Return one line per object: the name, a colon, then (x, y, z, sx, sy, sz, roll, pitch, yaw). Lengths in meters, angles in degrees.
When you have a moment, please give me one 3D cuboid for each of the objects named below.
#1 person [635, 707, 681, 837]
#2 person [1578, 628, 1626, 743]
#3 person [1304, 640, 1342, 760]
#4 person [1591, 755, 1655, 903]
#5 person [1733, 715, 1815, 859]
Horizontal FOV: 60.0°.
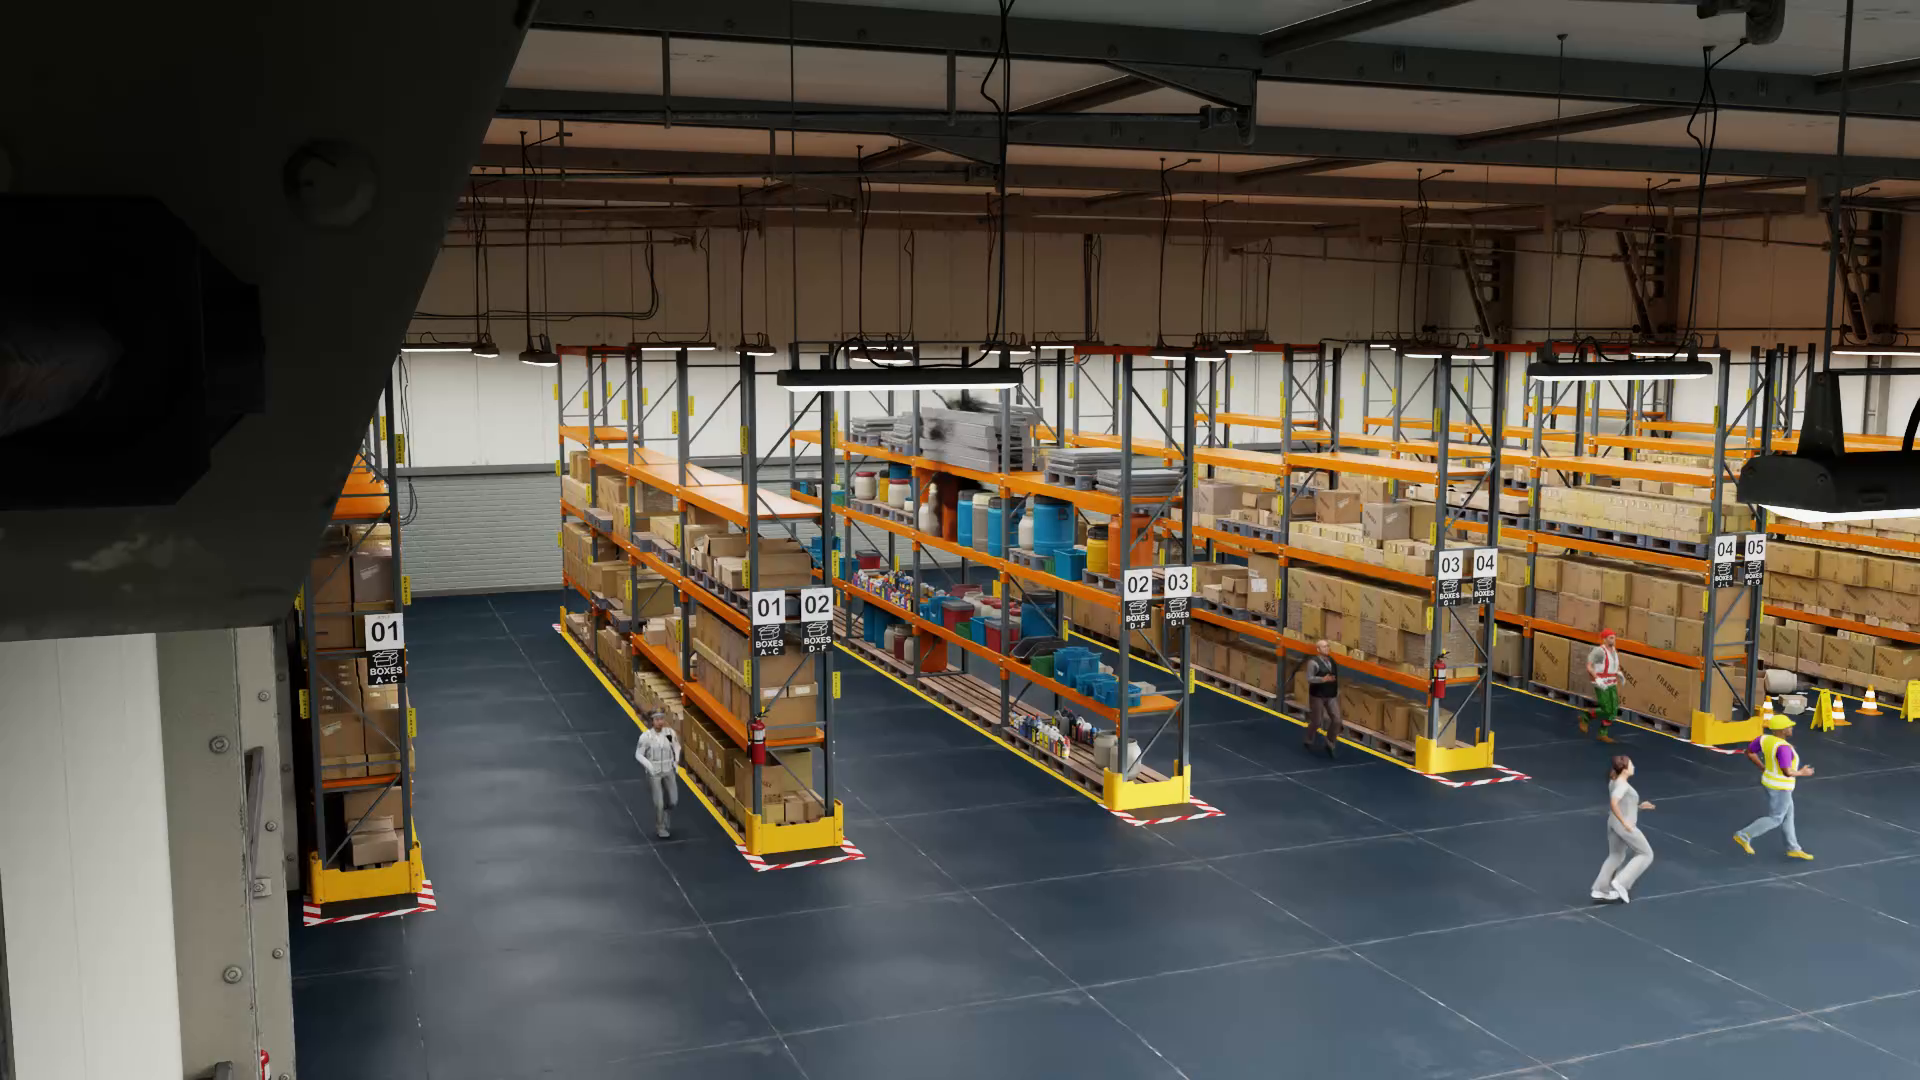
person: (-3.729, 2.887, 20.717, 0.592, 1.651, 0.539, -3, 8, -25)
person: (9.902, 2.218, 25.662, 0.690, 1.754, 0.583, -5, 9, -34)
person: (5.382, 2.364, 24.616, 0.638, 1.778, 0.719, -3, 8, -23)
person: (7.329, 3.179, 18.328, 0.653, 1.641, 0.538, 0, 7, -1)
person: (9.701, 2.940, 19.734, 0.972, 1.765, 0.701, 1, 7, 6)
